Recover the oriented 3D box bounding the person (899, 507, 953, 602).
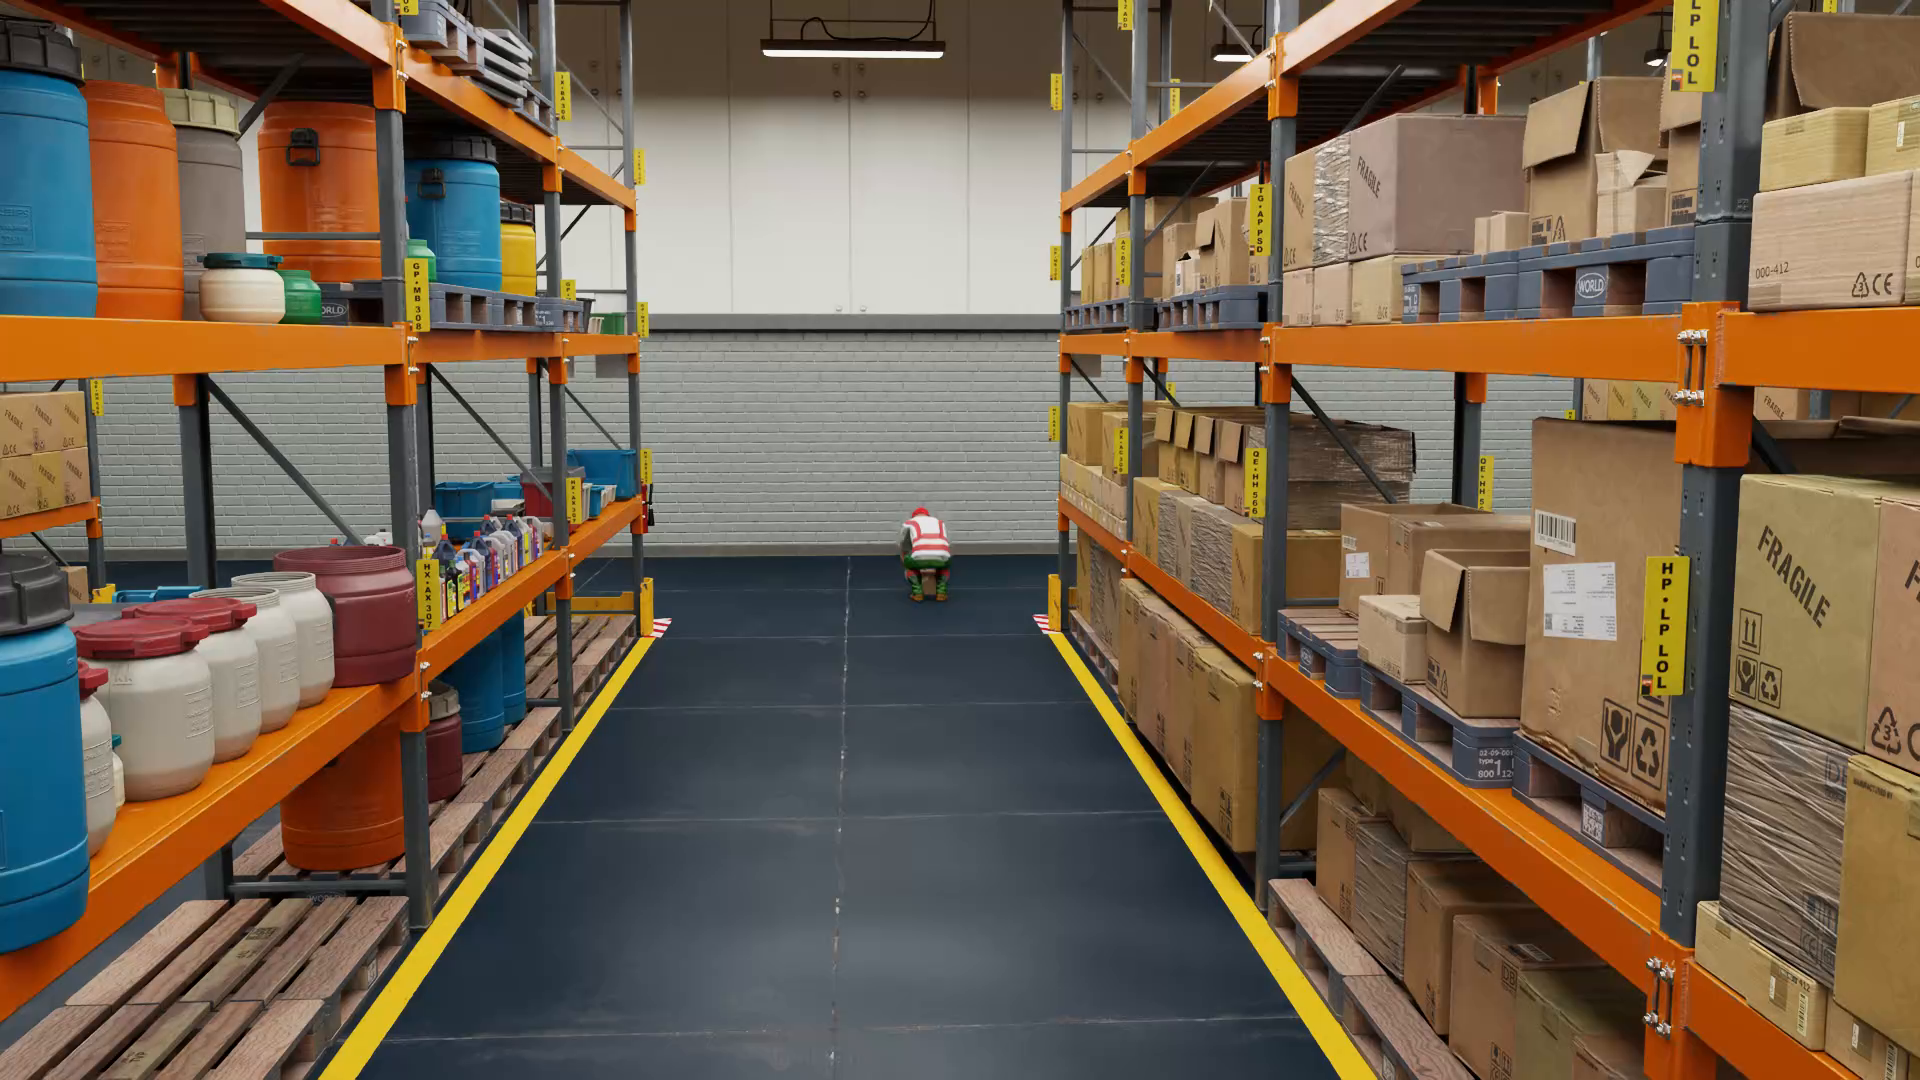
[{"bbox_3d":[-0.367,0.156,17.888,0.570,0.955,0.882,0,7,-4],"label":"person"}]
